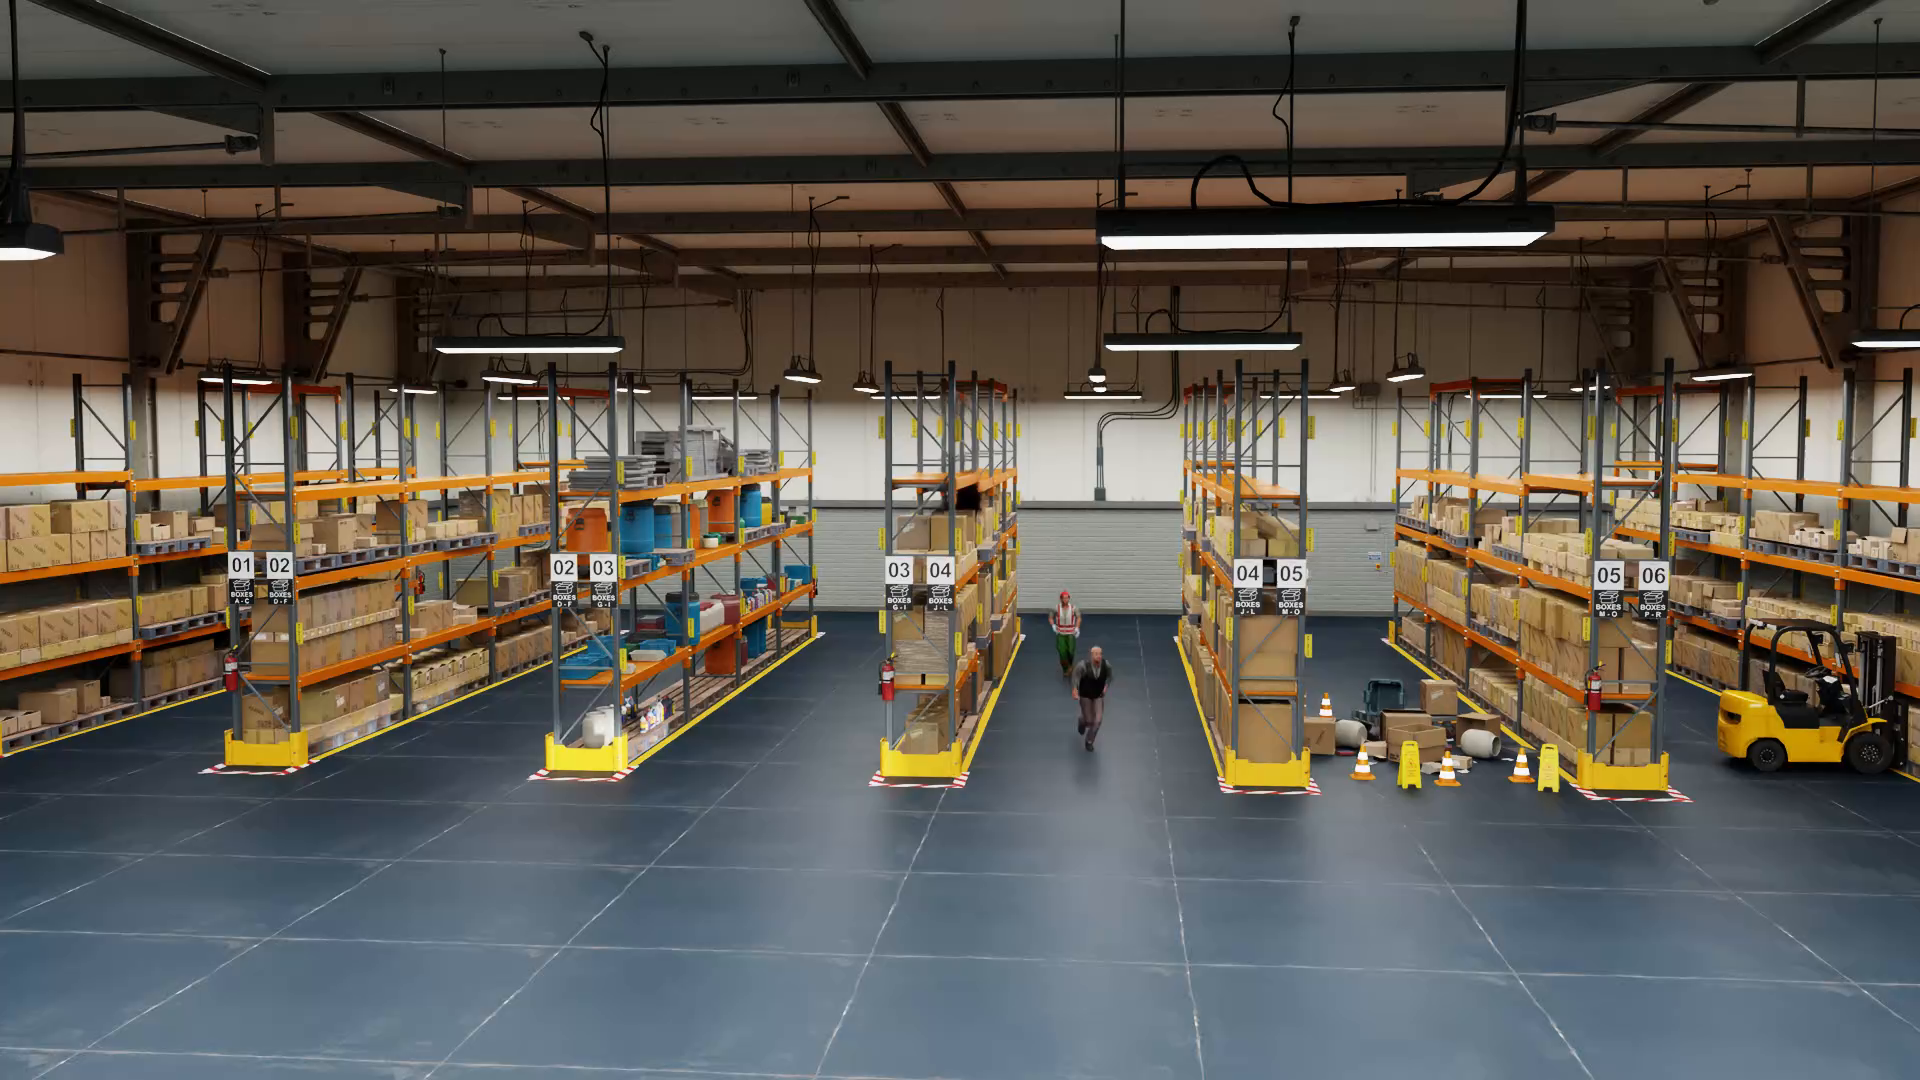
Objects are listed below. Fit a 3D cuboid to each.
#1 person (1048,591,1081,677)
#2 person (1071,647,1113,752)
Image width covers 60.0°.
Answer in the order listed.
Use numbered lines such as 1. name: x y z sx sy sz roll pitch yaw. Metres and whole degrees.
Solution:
1. person: 2.121 1.908 33.758 0.659 1.745 0.590 0 4 5
2. person: 2.062 2.477 26.168 0.653 1.660 0.762 -1 4 -18
